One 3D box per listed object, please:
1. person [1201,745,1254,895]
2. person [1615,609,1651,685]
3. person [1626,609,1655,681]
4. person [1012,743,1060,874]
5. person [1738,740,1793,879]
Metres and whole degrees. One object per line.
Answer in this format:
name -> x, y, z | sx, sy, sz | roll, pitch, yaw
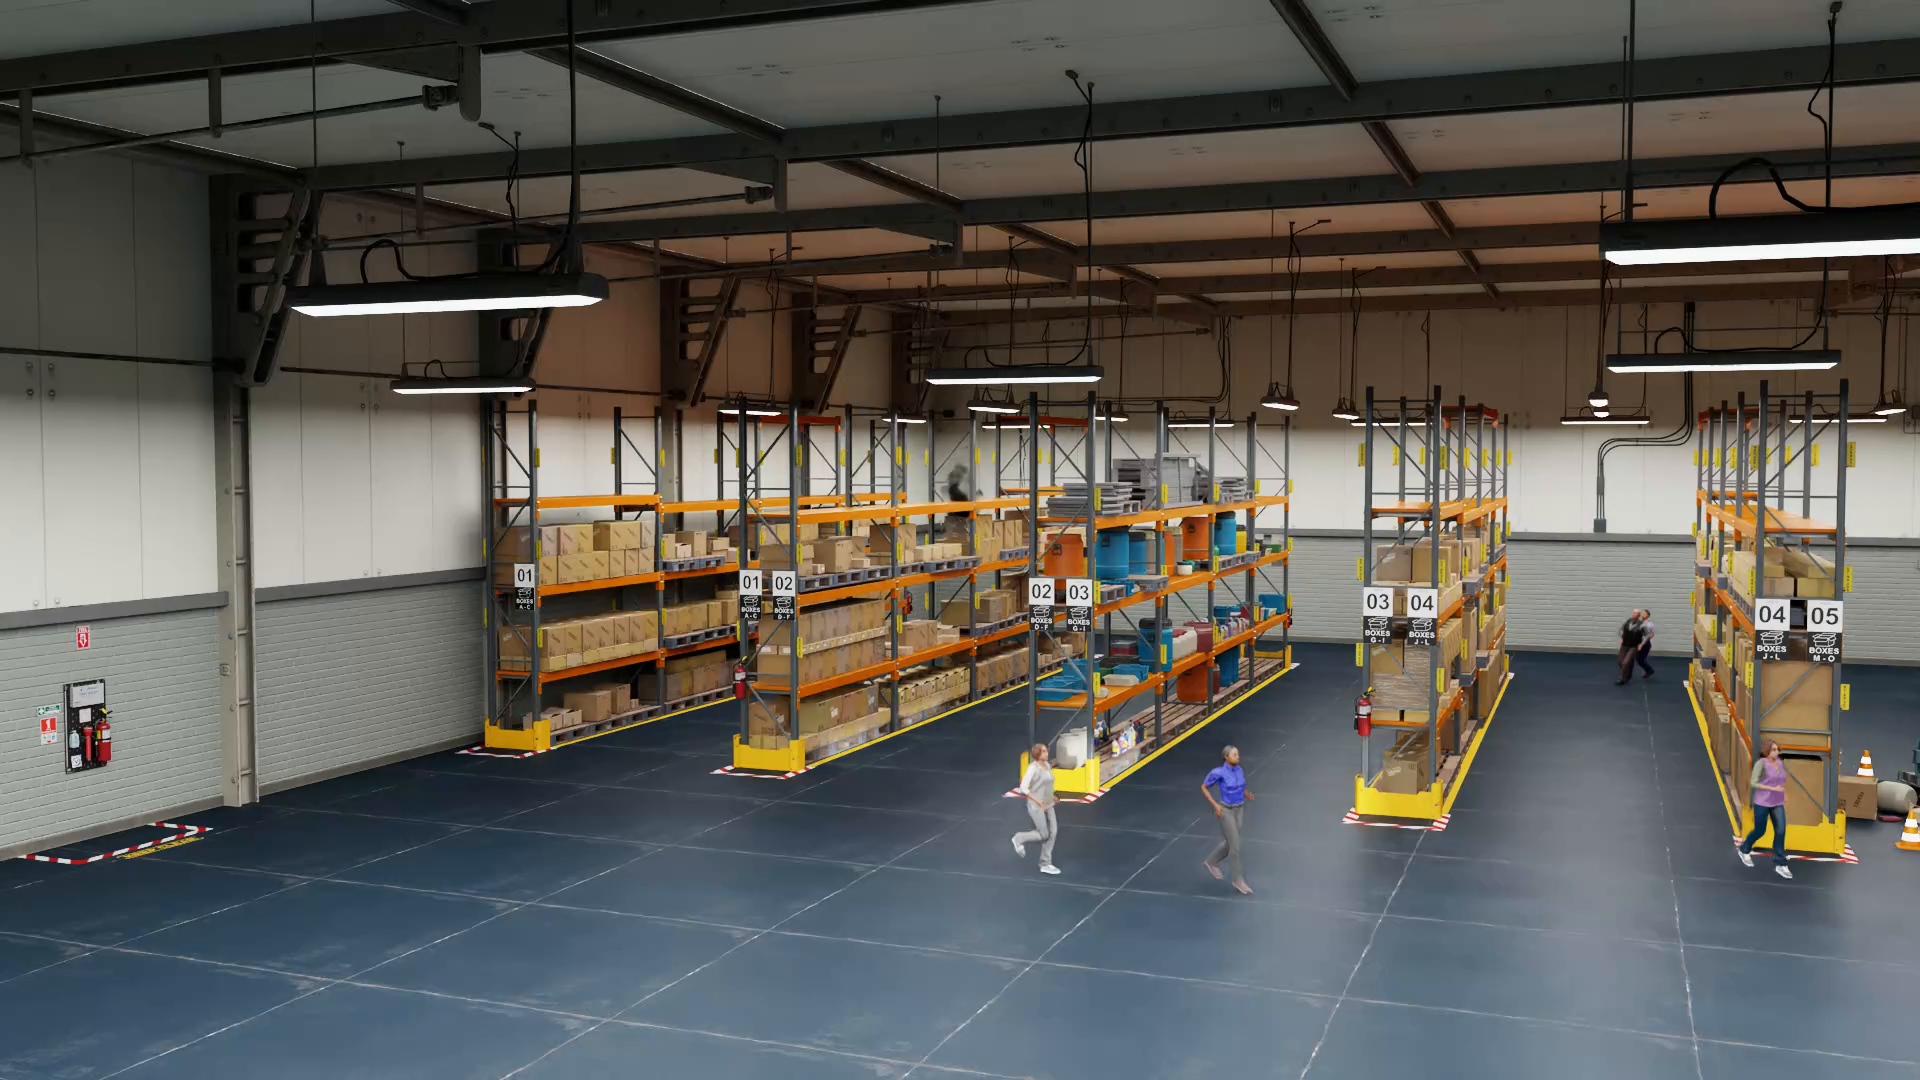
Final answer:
person -> 3.122, 3.217, 19.367 | 0.574, 1.680, 0.810 | -2, 4, -40
person -> 14.864, 2.358, 36.731 | 0.738, 1.673, 0.707 | 3, 4, 43
person -> 15.214, 2.363, 37.120 | 0.837, 1.636, 0.635 | -1, 3, -18
person -> 0.949, 3.235, 20.116 | 0.679, 1.533, 0.554 | 2, 4, 38
person -> 9.709, 3.192, 19.984 | 0.546, 1.601, 0.796 | -1, 3, -15
